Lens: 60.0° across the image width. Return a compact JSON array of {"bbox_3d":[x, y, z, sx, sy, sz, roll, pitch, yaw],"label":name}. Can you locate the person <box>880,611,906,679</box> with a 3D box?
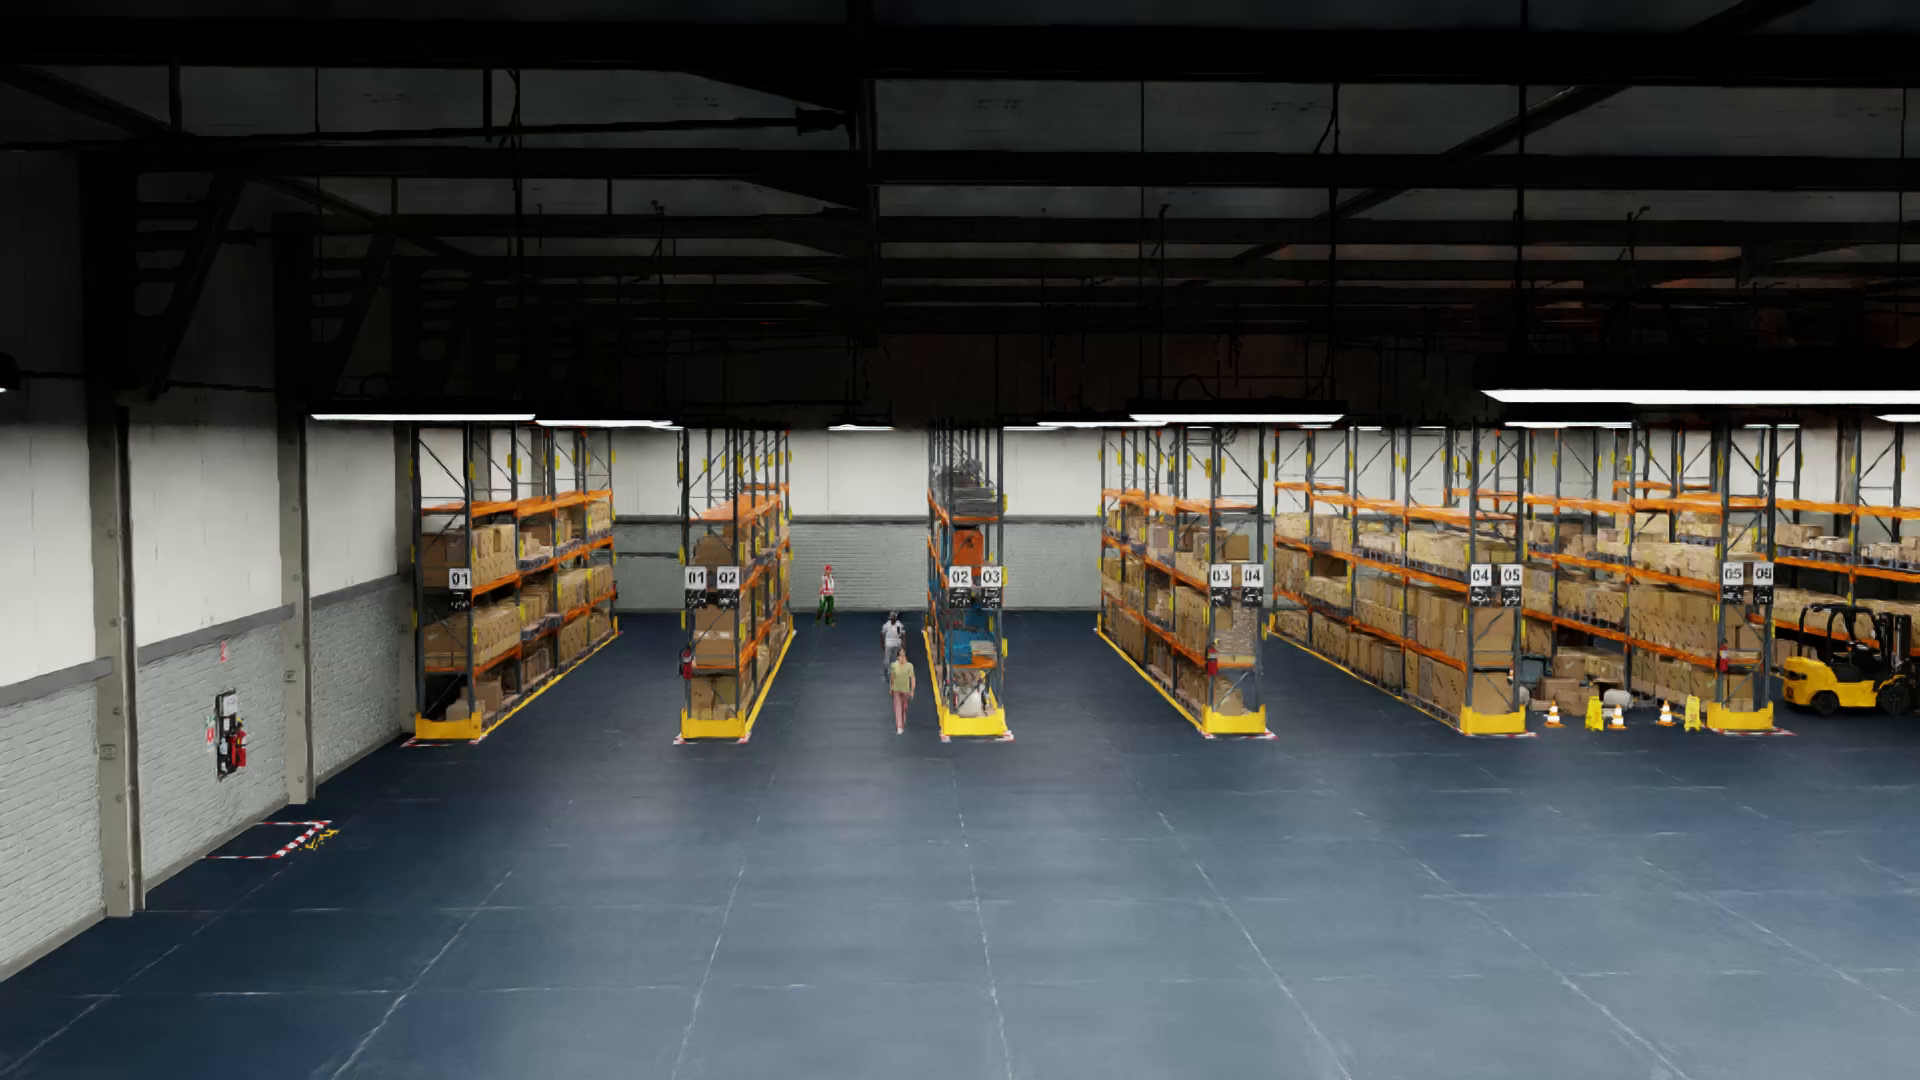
[{"bbox_3d":[-1.543,2.423,38.224,0.592,1.629,0.531,0,4,-5],"label":"person"}]

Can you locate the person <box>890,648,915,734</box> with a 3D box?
[{"bbox_3d":[-1.080,2.842,31.501,0.459,1.599,1.031,0,4,-8],"label":"person"}]

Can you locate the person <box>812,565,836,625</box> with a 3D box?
[{"bbox_3d":[-4.029,1.637,49.044,0.469,1.785,0.706,4,5,45],"label":"person"}]

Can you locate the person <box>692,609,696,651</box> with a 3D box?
[{"bbox_3d":[-6.798,2.047,43.520,0.476,1.667,0.523,2,4,26],"label":"person"}]
